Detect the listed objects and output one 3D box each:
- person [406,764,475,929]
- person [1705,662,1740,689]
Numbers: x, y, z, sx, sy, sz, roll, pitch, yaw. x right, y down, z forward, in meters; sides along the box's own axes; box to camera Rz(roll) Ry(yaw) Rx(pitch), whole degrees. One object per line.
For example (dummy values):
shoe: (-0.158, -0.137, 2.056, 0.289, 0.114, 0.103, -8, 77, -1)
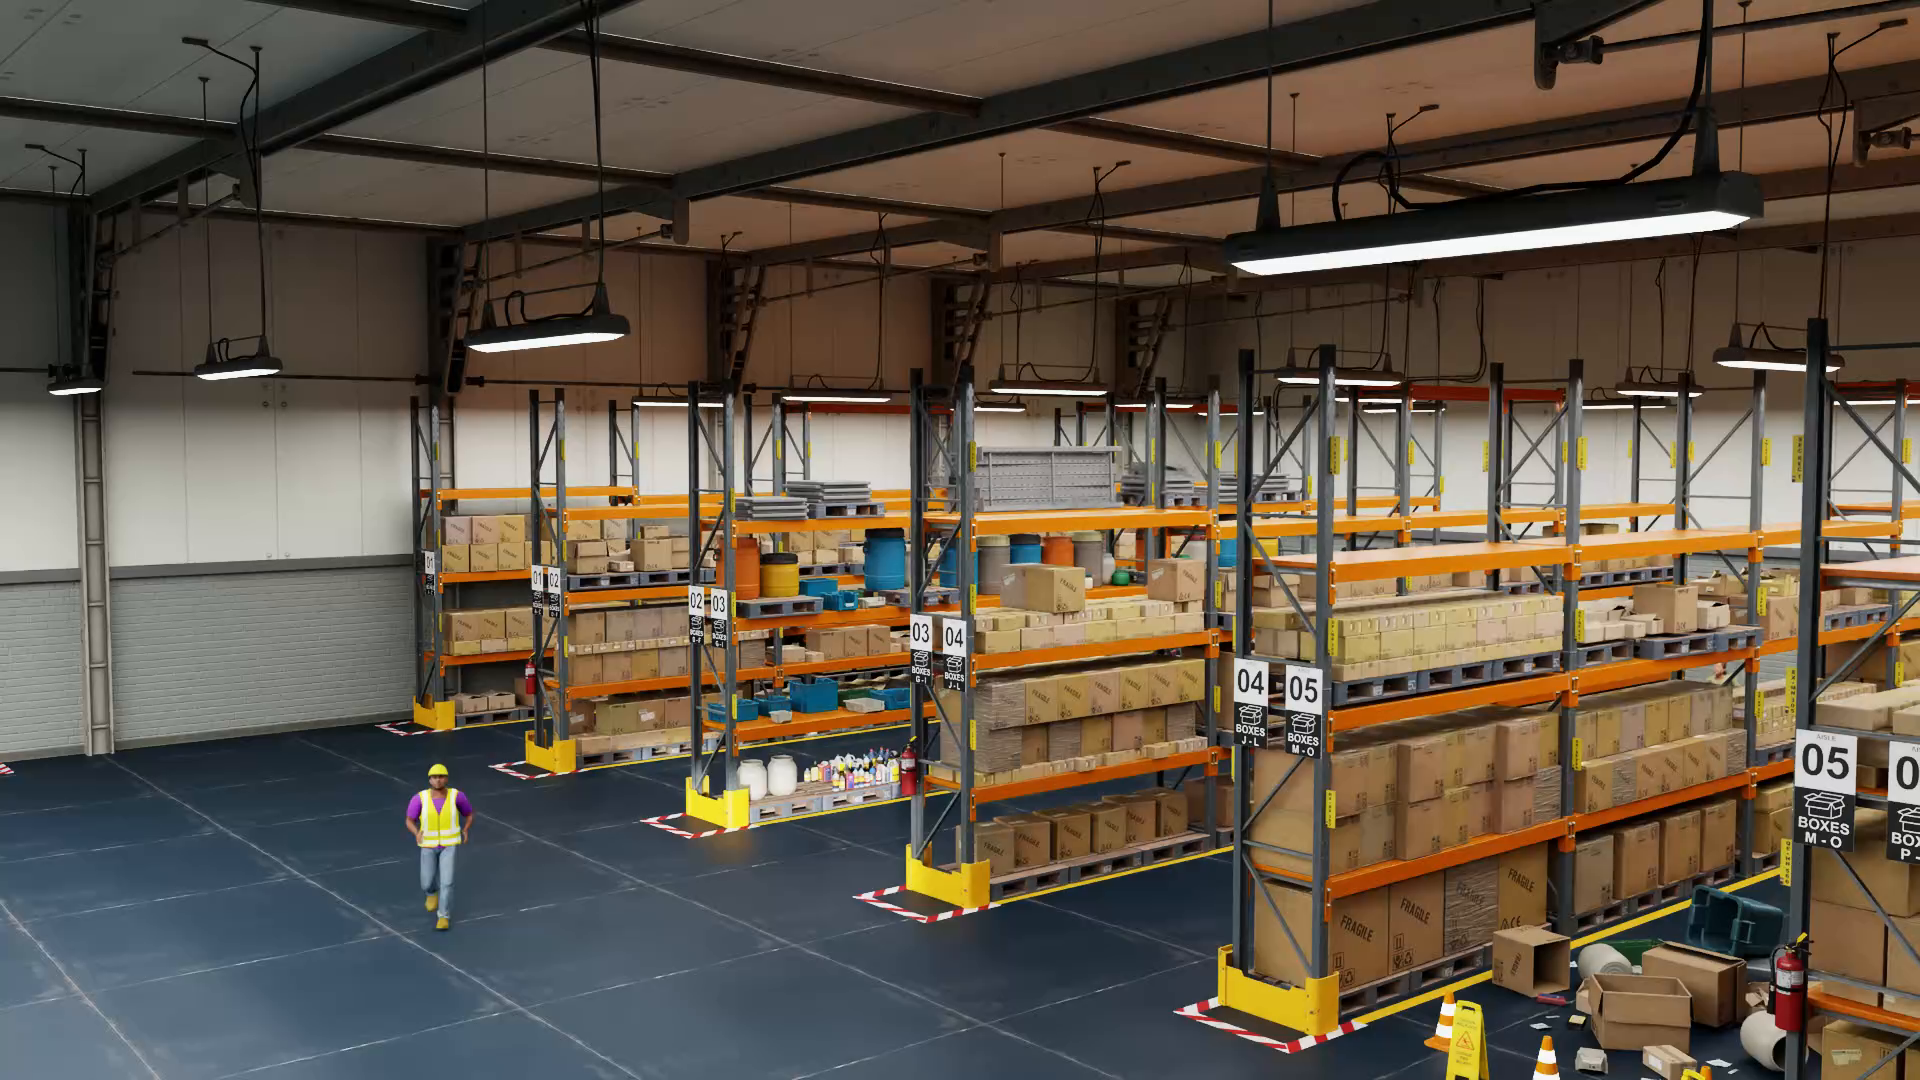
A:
person: (-5.559, 3.254, 17.799, 0.706, 1.722, 0.706, -1, 3, -15)
person: (12.345, 2.766, 26.988, 0.609, 1.644, 0.872, 3, 5, 44)
